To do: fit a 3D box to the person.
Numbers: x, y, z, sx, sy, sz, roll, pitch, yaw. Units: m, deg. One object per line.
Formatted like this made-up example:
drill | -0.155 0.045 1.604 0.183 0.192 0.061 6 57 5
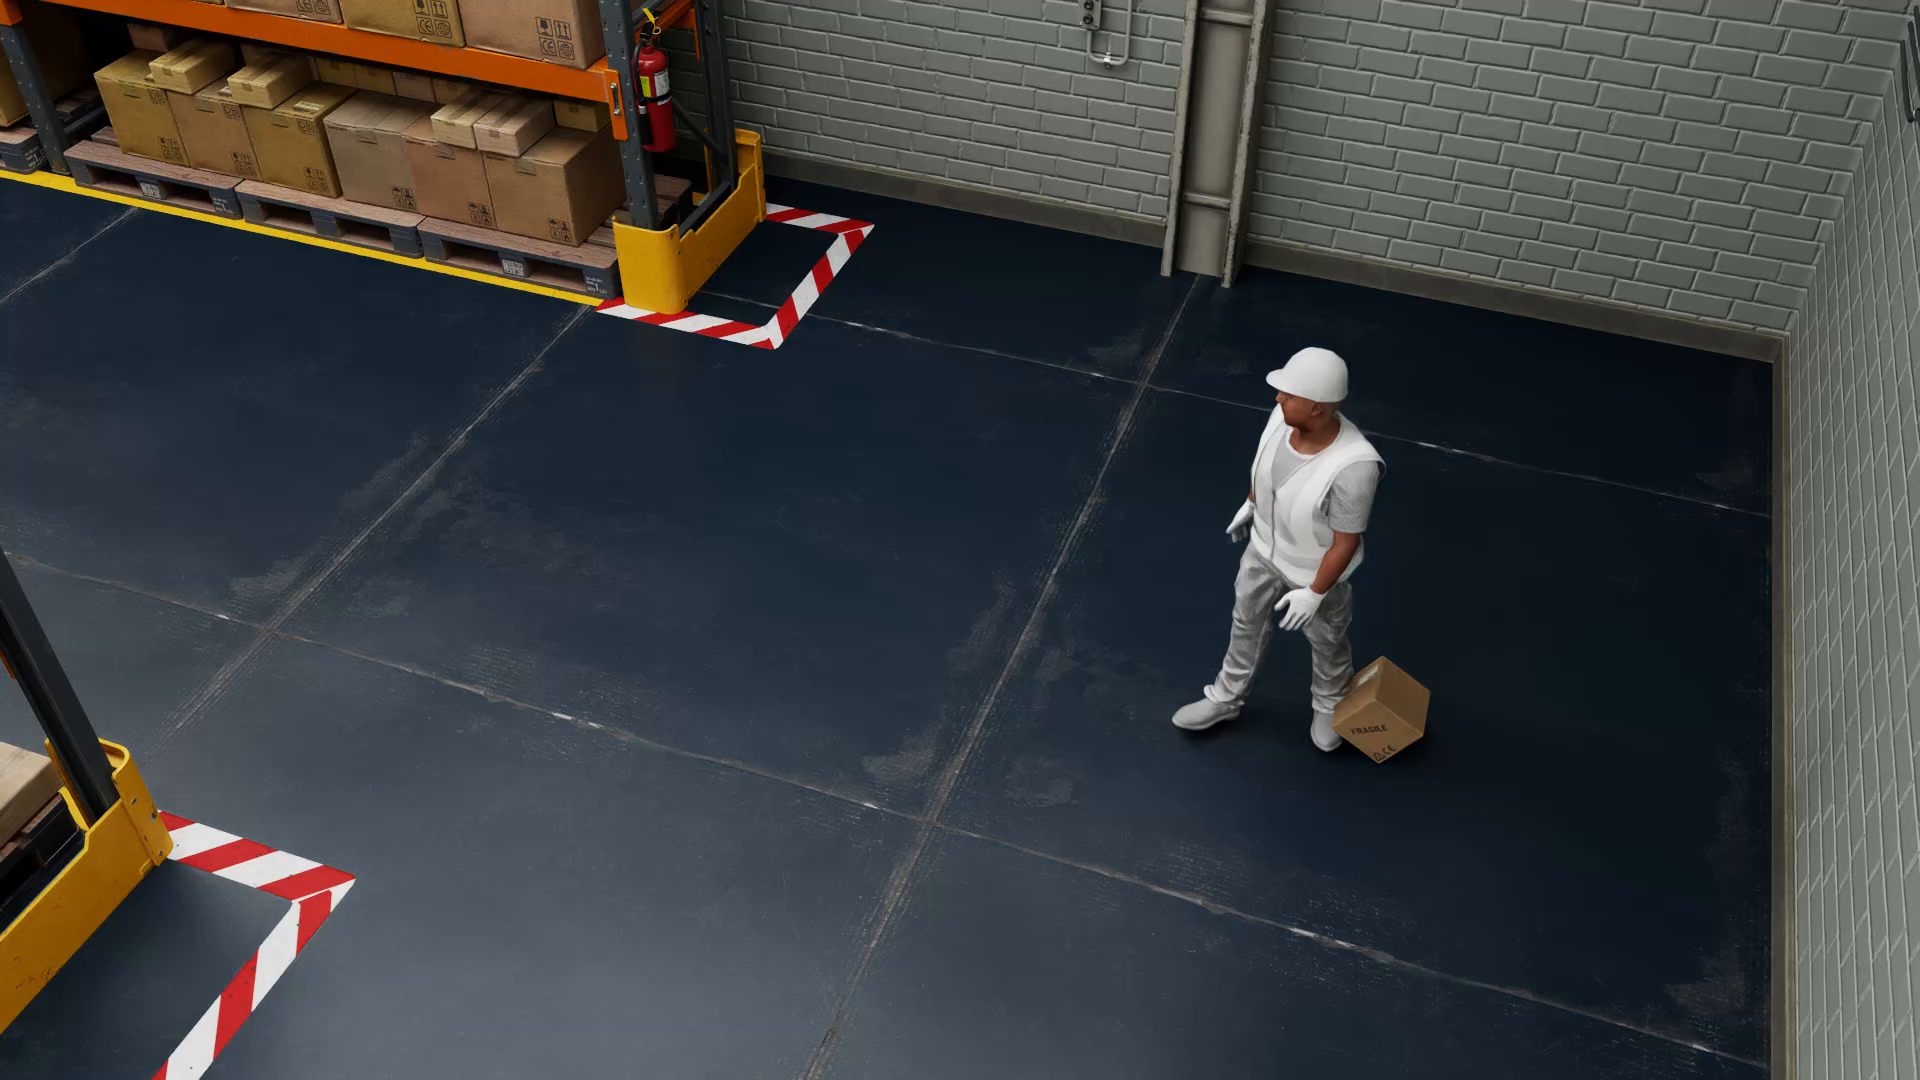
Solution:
person | 1.188 0.050 6.058 0.653 1.780 0.638 -23 46 -24
